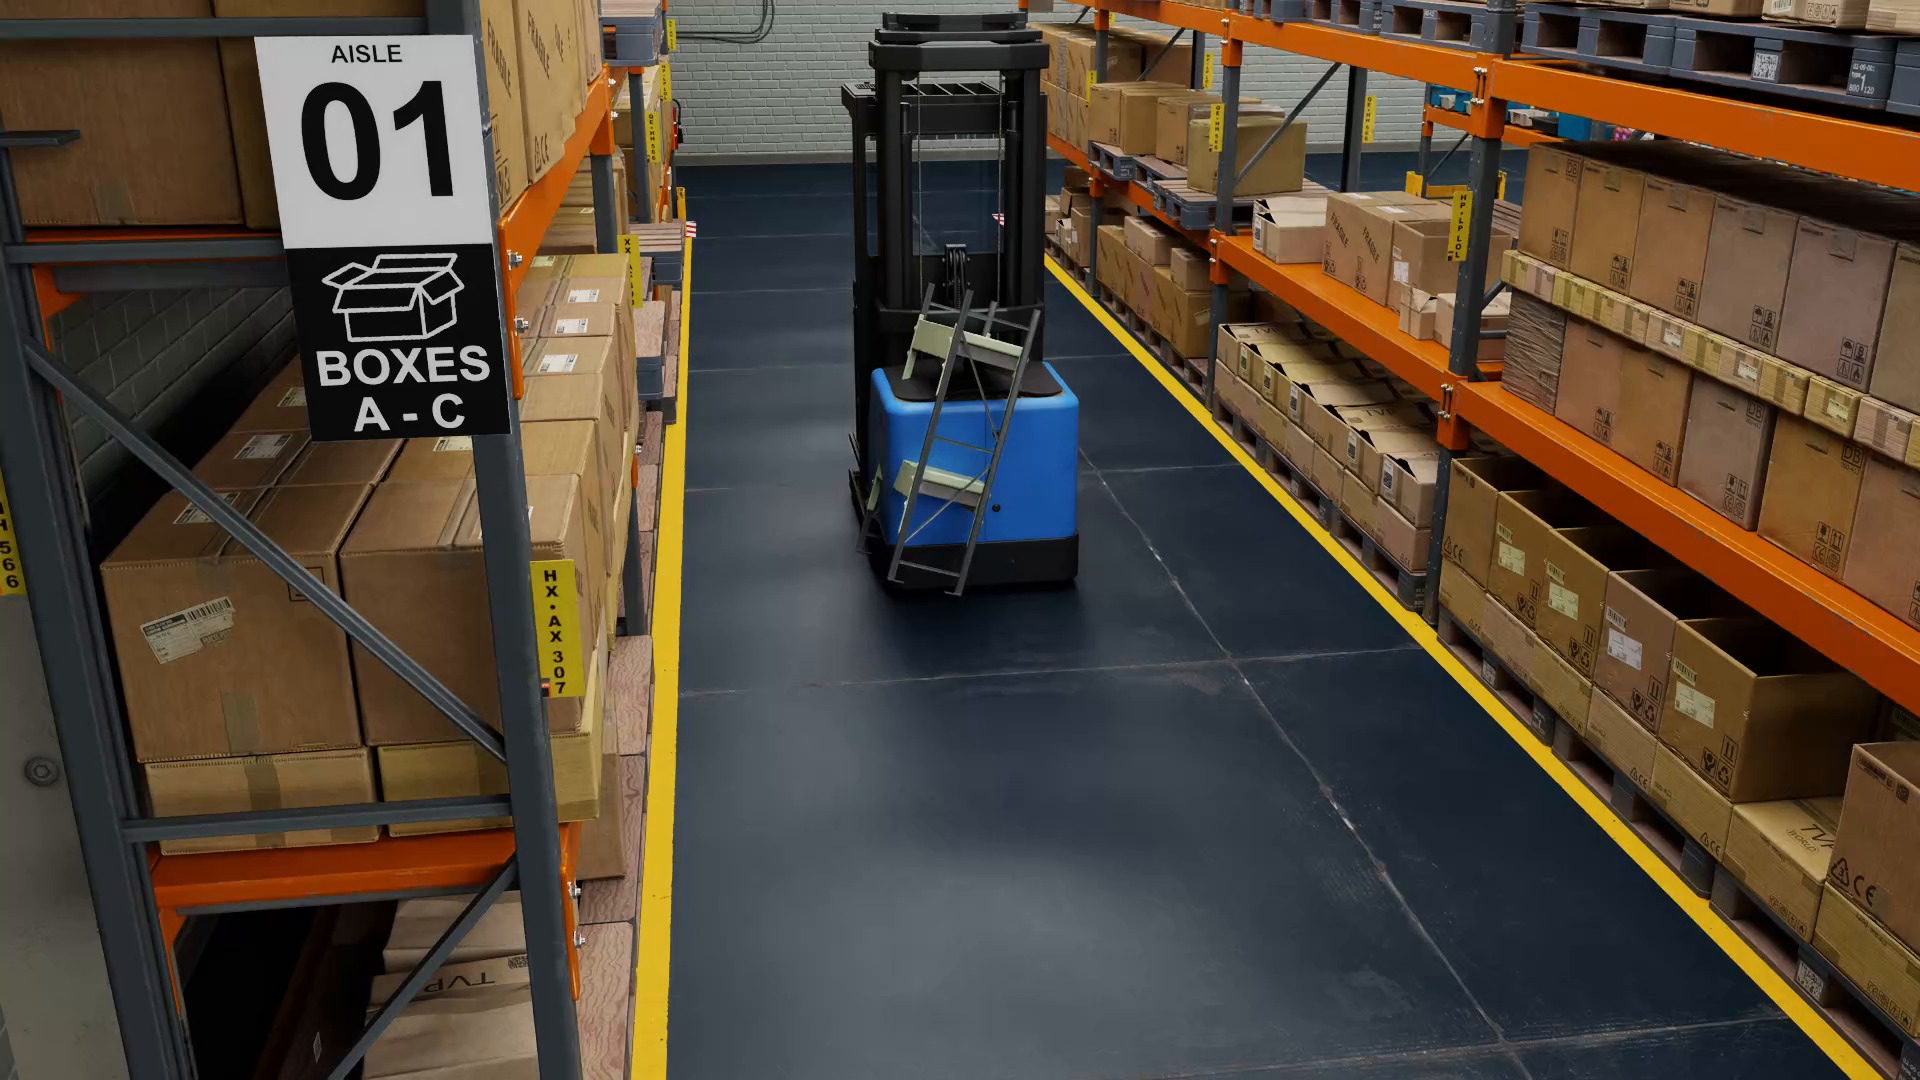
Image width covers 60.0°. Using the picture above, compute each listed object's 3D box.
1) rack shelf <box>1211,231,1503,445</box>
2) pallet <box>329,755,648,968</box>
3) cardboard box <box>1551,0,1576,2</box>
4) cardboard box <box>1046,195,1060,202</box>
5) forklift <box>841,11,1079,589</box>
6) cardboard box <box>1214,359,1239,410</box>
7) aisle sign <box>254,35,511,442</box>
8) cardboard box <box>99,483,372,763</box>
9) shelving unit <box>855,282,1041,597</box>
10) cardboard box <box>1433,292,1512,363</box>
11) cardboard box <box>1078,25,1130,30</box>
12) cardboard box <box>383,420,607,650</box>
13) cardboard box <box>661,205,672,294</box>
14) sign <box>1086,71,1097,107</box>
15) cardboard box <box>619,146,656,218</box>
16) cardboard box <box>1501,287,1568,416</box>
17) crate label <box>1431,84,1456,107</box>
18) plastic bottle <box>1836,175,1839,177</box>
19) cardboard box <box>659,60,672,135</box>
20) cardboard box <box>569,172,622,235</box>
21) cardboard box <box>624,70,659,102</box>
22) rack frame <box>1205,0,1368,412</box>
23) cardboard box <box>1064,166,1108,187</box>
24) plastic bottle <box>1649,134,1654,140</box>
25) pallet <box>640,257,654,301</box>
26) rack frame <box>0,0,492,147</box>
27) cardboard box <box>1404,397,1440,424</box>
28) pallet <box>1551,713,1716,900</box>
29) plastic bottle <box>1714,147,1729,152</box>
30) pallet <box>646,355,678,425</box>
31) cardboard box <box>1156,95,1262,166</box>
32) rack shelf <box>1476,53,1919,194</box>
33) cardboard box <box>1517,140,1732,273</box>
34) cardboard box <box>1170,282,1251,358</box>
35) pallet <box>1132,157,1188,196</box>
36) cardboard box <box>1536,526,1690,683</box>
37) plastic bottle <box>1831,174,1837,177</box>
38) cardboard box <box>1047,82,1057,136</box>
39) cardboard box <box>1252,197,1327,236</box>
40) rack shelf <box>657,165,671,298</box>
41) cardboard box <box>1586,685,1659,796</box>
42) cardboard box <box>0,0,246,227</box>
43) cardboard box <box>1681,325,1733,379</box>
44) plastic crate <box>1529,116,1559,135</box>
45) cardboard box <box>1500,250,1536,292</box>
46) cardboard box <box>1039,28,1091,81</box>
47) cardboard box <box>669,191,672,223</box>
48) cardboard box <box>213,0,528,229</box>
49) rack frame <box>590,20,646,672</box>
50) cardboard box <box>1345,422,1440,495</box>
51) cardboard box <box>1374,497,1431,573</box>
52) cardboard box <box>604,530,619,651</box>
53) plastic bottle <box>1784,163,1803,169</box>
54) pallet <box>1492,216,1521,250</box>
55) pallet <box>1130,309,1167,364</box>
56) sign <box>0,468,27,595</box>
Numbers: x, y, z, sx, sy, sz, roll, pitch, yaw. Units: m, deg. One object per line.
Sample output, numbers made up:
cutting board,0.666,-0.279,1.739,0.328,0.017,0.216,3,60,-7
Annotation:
rack shelf,2.611,-1.361,10.101,1.077,0.370,4.000,-3,21,-8
pallet,-1.691,1.206,6.185,1.003,0.211,1.213,-3,21,-8
cardboard box,2.711,-2.532,6.978,0.500,0.500,0.500,-1,21,-3
cardboard box,1.039,-3.702,18.643,0.500,0.250,0.500,-3,21,-8
forklift,-0.096,-1.591,9.787,1.130,2.935,3.031,-3,21,-8
cardboard box,2.107,-1.103,11.711,0.500,0.250,0.500,-3,21,-8
aisle sign,-1.119,-0.577,3.259,0.394,0.787,0.004,-3,21,-8
cardboard box,-1.704,0.188,4.040,0.500,0.500,0.500,-3,21,-8
shelving unit,-0.082,-0.544,8.683,0.431,1.500,0.755,13,7,-18
cardboard box,2.785,-1.103,8.598,0.500,0.250,0.500,-2,21,-4
cardboard box,1.579,-5.360,18.209,0.500,0.500,0.500,-2,21,-6
cardboard box,-1.259,-0.012,4.575,0.500,0.500,0.500,-3,21,-8
cardboard box,-2.933,-2.495,14.582,0.750,0.750,0.750,-3,21,-7
sign,1.210,-4.151,15.305,0.100,0.325,0.005,-3,21,-8
cardboard box,-2.396,-2.516,11.568,0.500,0.500,0.500,-2,21,-6
cardboard box,2.969,-0.899,7.693,0.700,0.500,0.500,-3,21,-9
crate label,5.781,-5.256,19.656,0.416,0.233,0.303,-3,21,-8
plastic bottle,7.359,-3.106,13.929,0.097,0.271,0.097,0,20,0
cardboard box,-3.533,-4.622,17.376,0.980,0.700,0.700,-3,21,-8
cardboard box,-2.300,-1.800,9.476,0.700,0.500,0.500,-3,21,-8
cardboard box,-2.771,-3.745,13.787,0.500,0.250,0.500,-2,21,-7
rack frame,2.322,-2.390,11.829,1.000,3.000,0.127,-3,21,-8
cardboard box,1.491,-4.019,19.135,0.500,0.500,0.500,-3,21,-8
plastic bottle,6.380,-3.616,15.294,0.097,0.271,0.097,0,20,0
pallet,-2.253,-1.366,9.360,1.003,0.211,1.213,-3,21,-8
rack frame,-1.426,-2.180,2.691,1.000,3.000,0.127,-3,21,-8
cardboard box,2.943,-0.685,9.791,0.500,0.311,0.500,-4,21,-10
pallet,3.151,1.002,6.732,1.003,0.211,1.213,-3,21,-8
plastic bottle,6.552,-3.297,14.328,0.144,0.351,0.185,-3,21,-8
pallet,-2.618,-1.110,12.385,1.003,0.211,1.213,-3,21,-8
cardboard box,2.062,-3.410,13.816,0.700,0.500,0.500,-8,22,-21
rack shelf,3.187,-1.381,5.868,1.077,0.370,4.000,-3,21,-8
cardboard box,2.969,-1.507,7.466,0.700,0.500,0.500,-3,21,-7
cardboard box,1.955,-1.737,13.025,0.500,0.500,0.500,-2,21,-6
pallet,2.038,-2.973,13.665,1.003,0.211,1.213,-3,21,-8
cardboard box,2.800,0.257,6.998,0.500,0.500,0.500,-3,21,-8
plastic bottle,6.744,-2.703,12.832,0.061,0.283,0.133,-3,21,-8
cardboard box,1.192,-4.515,17.374,0.500,0.500,0.500,-3,21,-7
cardboard box,2.332,-2.220,11.501,0.500,0.311,0.500,-2,21,-4
rack shelf,-2.867,-2.495,13.136,1.077,0.370,4.000,-3,21,-8
cardboard box,2.878,0.781,6.667,0.500,0.250,0.500,-3,21,-8
cardboard box,-1.736,-0.962,3.547,0.500,0.500,0.500,-1,21,-4
cardboard box,2.973,-0.717,6.279,0.380,0.149,0.250,-3,21,-8
plastic crate,6.221,-4.297,17.241,0.437,0.125,0.590,-3,21,-8
cardboard box,2.746,-1.253,7.715,0.380,0.149,0.250,-3,21,-8
cardboard box,1.122,-5.154,17.657,0.500,0.500,0.500,-3,21,-7
cardboard box,-3.460,-3.524,17.837,0.700,0.500,0.500,-3,21,-8
cardboard box,-1.227,-0.959,3.538,0.500,0.500,0.500,-2,21,-6
rack frame,-2.002,-0.754,7.448,1.000,3.000,0.127,-3,21,-8
cardboard box,2.476,-0.482,9.248,0.500,0.311,0.500,-2,21,-6
cardboard box,2.552,-0.043,8.874,0.500,0.250,0.500,-3,21,-8
cardboard box,-1.338,0.151,5.211,0.500,0.250,0.500,-3,21,-9
plastic bottle,7.132,-3.263,14.237,0.144,0.351,0.185,-3,21,-8
pallet,6.324,-3.393,18.500,1.003,0.211,1.213,-3,21,-8
pallet,2.080,-1.766,14.142,1.003,0.211,1.213,-3,21,-8
sign,-1.978,-0.039,3.426,0.100,0.325,0.005,-3,21,-8
